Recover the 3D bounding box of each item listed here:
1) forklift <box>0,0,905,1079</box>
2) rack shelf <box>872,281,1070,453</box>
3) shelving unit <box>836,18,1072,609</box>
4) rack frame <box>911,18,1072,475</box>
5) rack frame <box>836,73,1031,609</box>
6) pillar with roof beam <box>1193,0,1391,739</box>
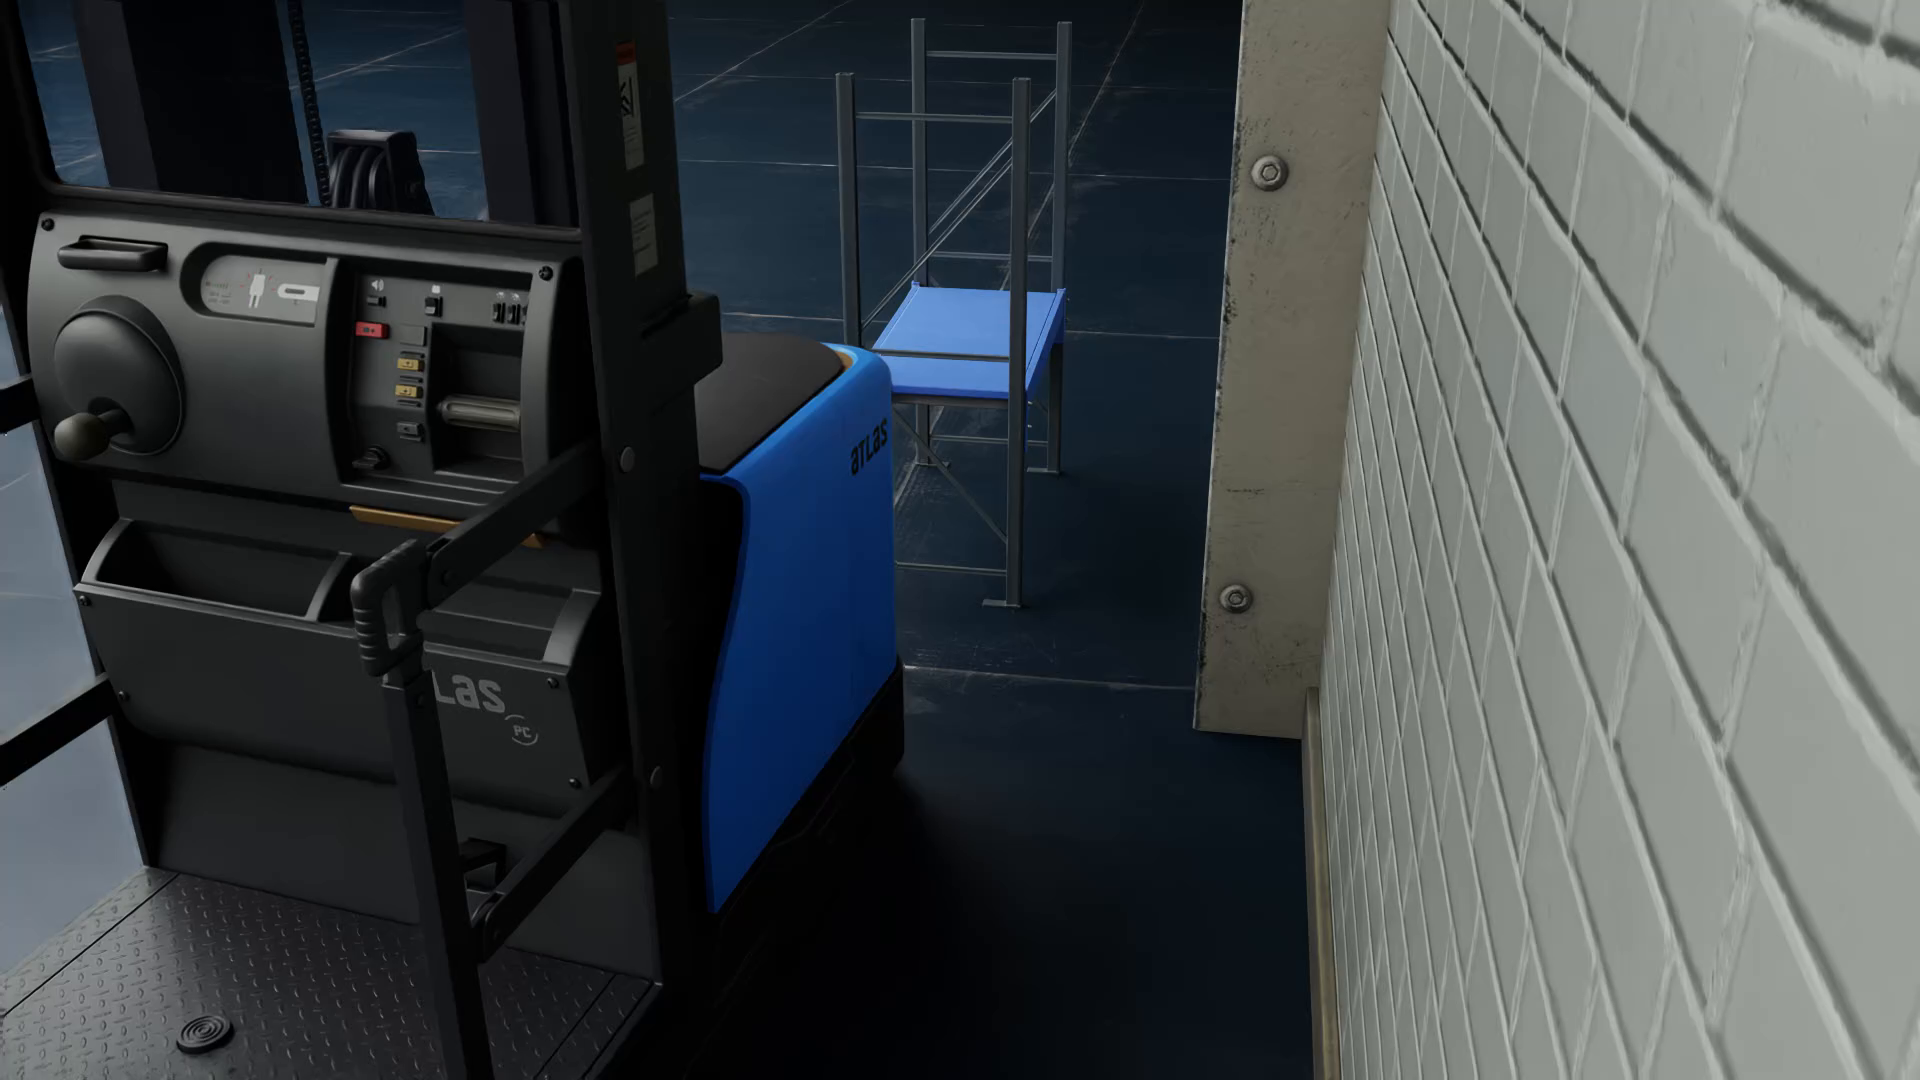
[{"bbox_3d":[-1.074,-0.243,2.311,1.130,2.935,3.031,8,26,16],"label":"forklift"},{"bbox_3d":[0.014,-0.552,5.085,0.538,0.185,1.000,4,25,9],"label":"rack shelf"},{"bbox_3d":[0.014,-0.715,5.008,0.538,1.500,1.048,4,25,9],"label":"shelving unit"},{"bbox_3d":[0.097,-0.928,5.462,0.500,1.500,0.032,4,25,9],"label":"rack frame"},{"bbox_3d":[-0.069,-0.502,4.554,0.500,1.500,0.032,4,25,9],"label":"rack frame"},{"bbox_3d":[-3.471,-3.965,3.106,9.100,9.000,0.400,4,25,9],"label":"pillar with roof beam"}]
